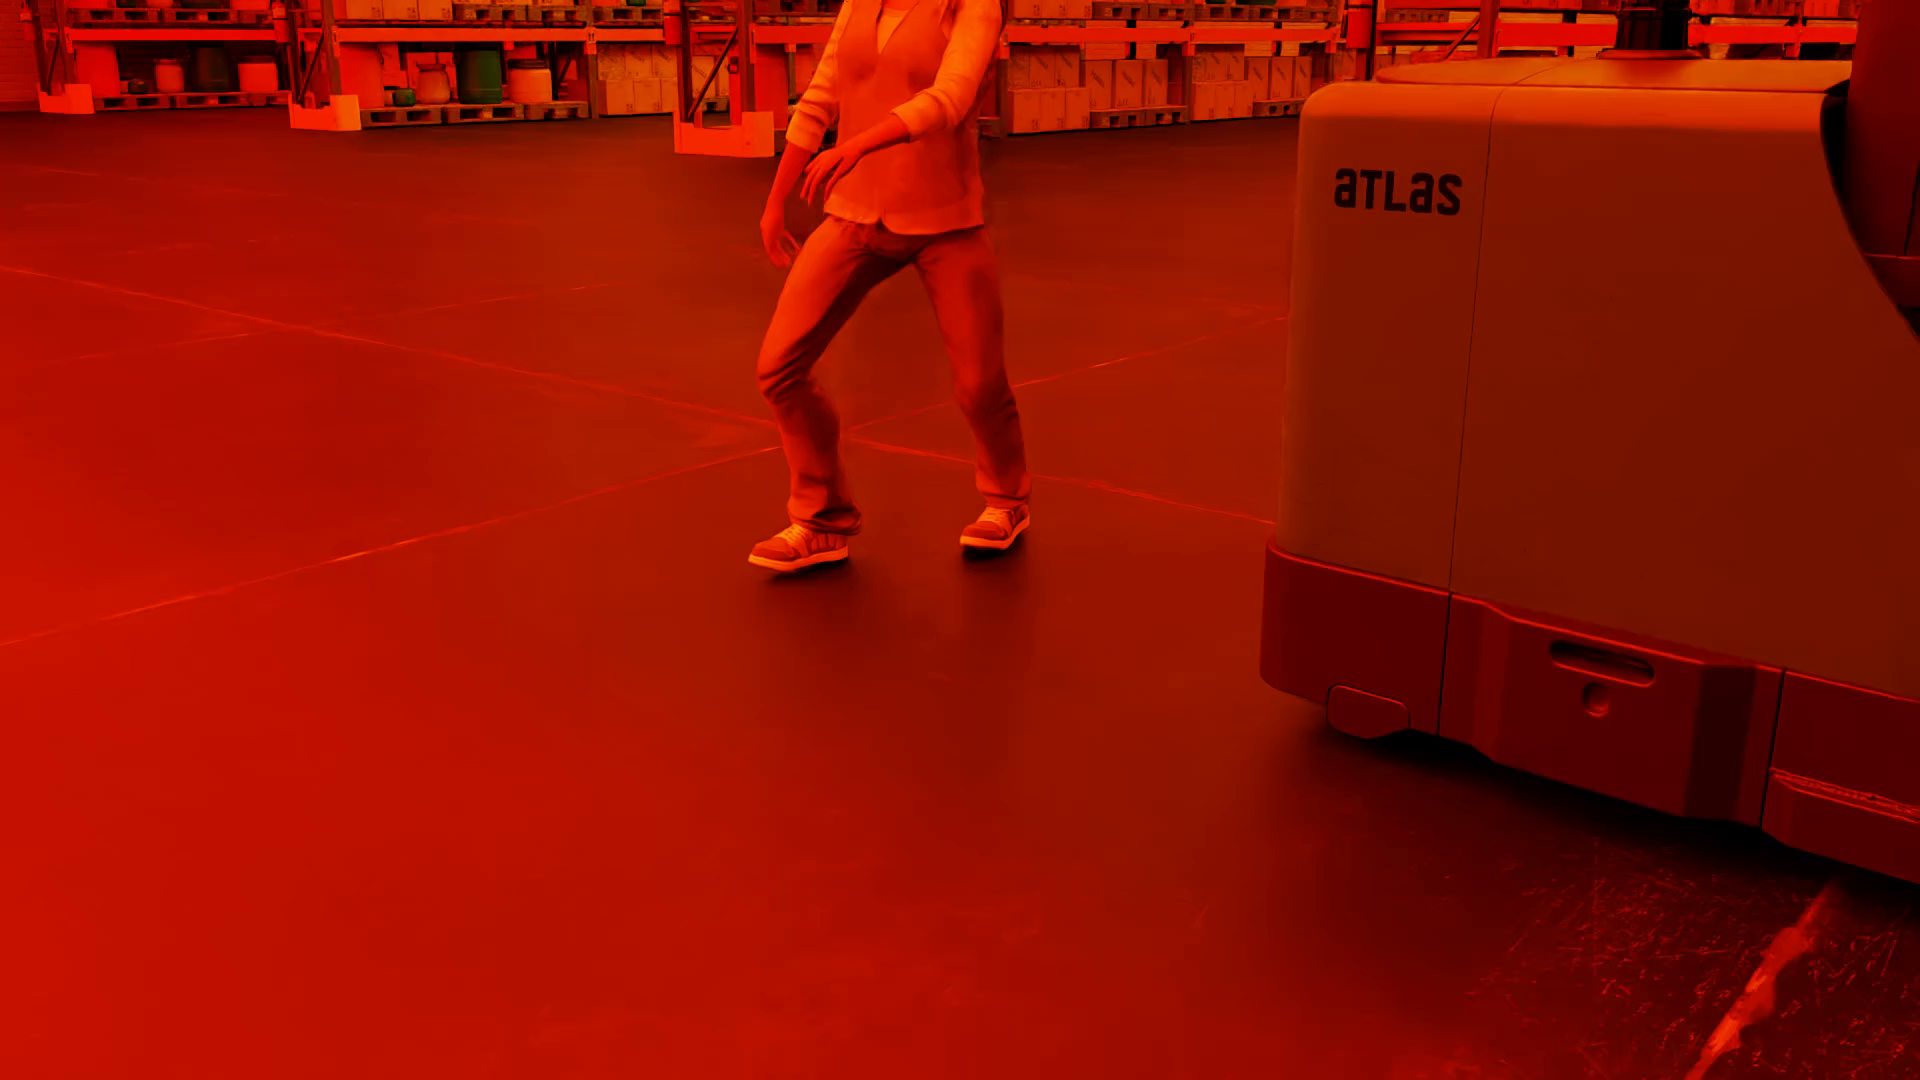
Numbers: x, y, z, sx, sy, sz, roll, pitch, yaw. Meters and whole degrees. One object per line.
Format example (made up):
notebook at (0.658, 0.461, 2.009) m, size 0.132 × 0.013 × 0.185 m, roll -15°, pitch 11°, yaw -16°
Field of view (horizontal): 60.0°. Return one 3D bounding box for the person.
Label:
person at (-0.187, -0.673, 3.551) m, size 0.575 × 1.516 × 0.757 m, roll 7°, pitch 18°, yaw 21°

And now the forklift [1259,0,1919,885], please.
forklift at (1.960, -0.913, 1.904) m, size 3.031 × 2.935 × 1.130 m, roll 15°, pitch 22°, yaw 40°
